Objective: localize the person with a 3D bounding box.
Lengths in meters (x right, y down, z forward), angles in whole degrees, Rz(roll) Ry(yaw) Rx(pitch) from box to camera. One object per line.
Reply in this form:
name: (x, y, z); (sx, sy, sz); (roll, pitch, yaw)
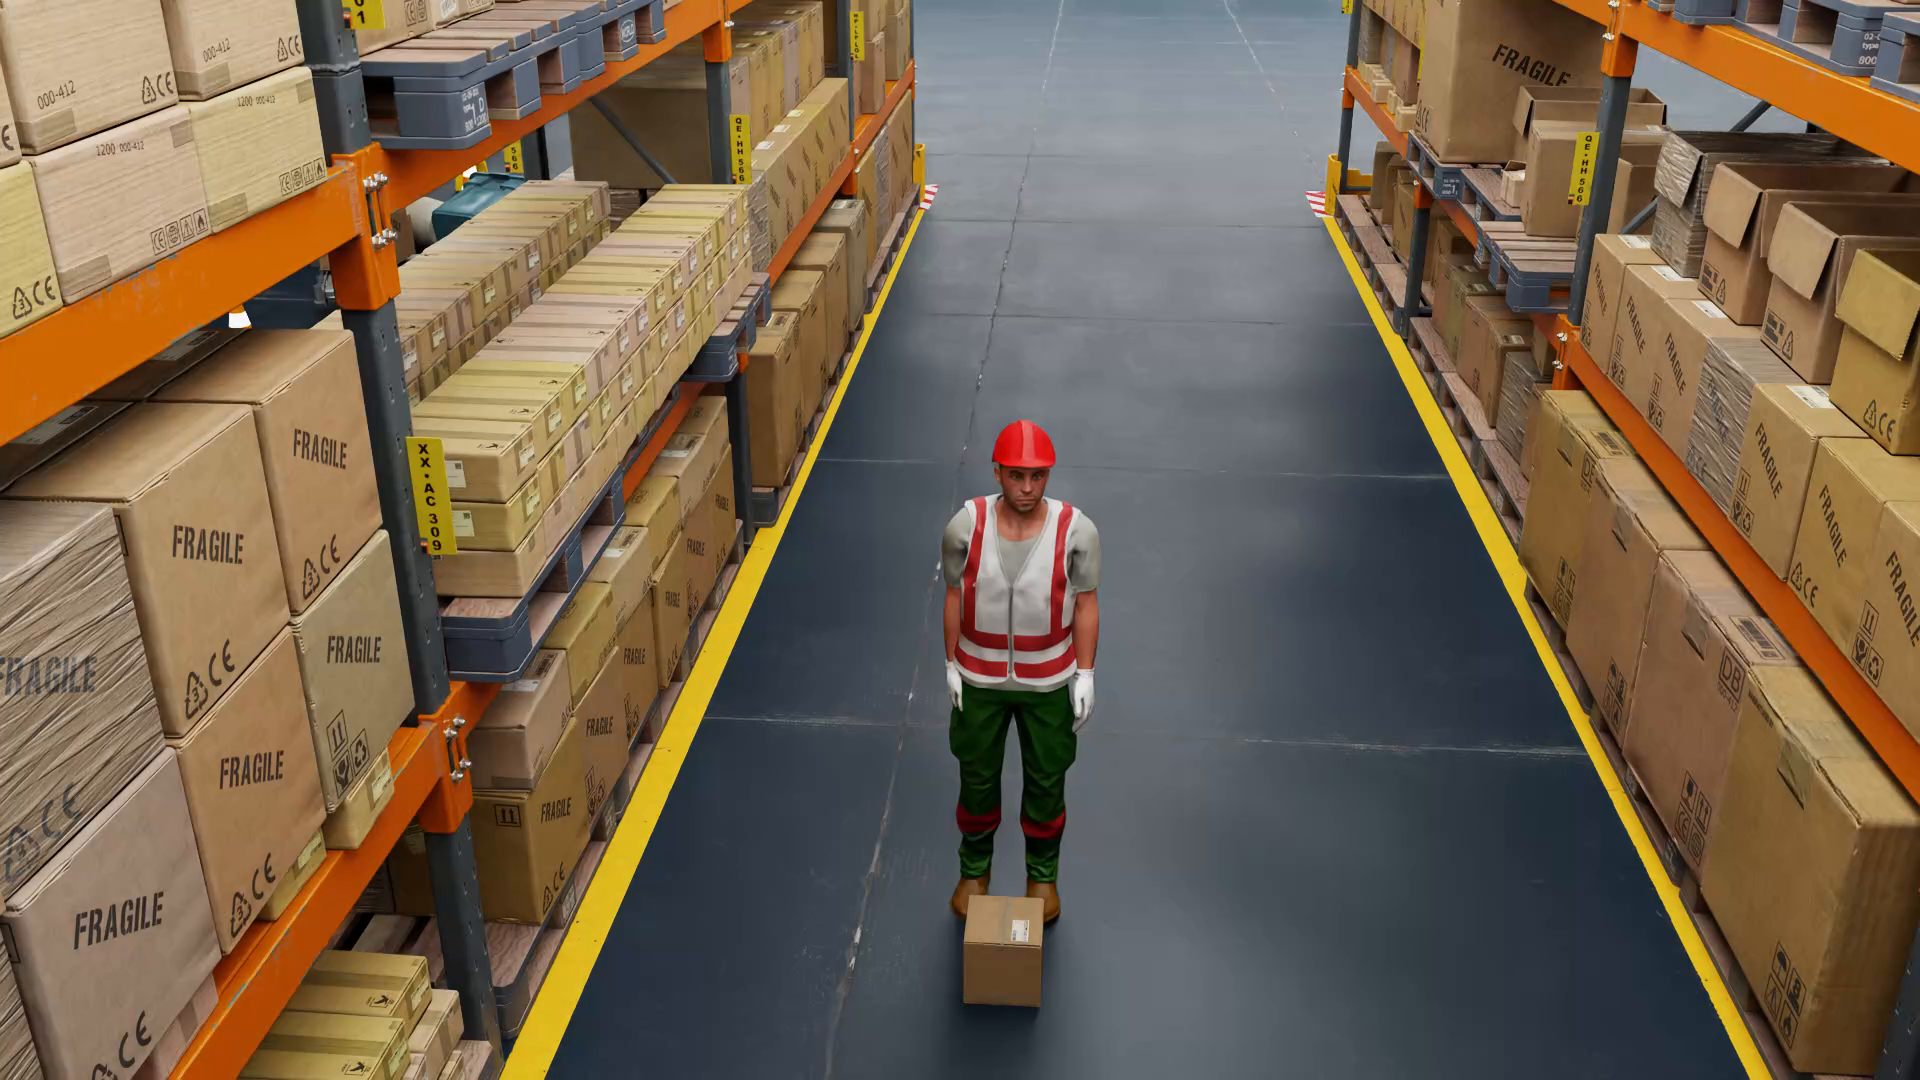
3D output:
person: (0.196, 0.462, 5.566); (0.524, 1.806, 0.349); (2, 24, 5)
